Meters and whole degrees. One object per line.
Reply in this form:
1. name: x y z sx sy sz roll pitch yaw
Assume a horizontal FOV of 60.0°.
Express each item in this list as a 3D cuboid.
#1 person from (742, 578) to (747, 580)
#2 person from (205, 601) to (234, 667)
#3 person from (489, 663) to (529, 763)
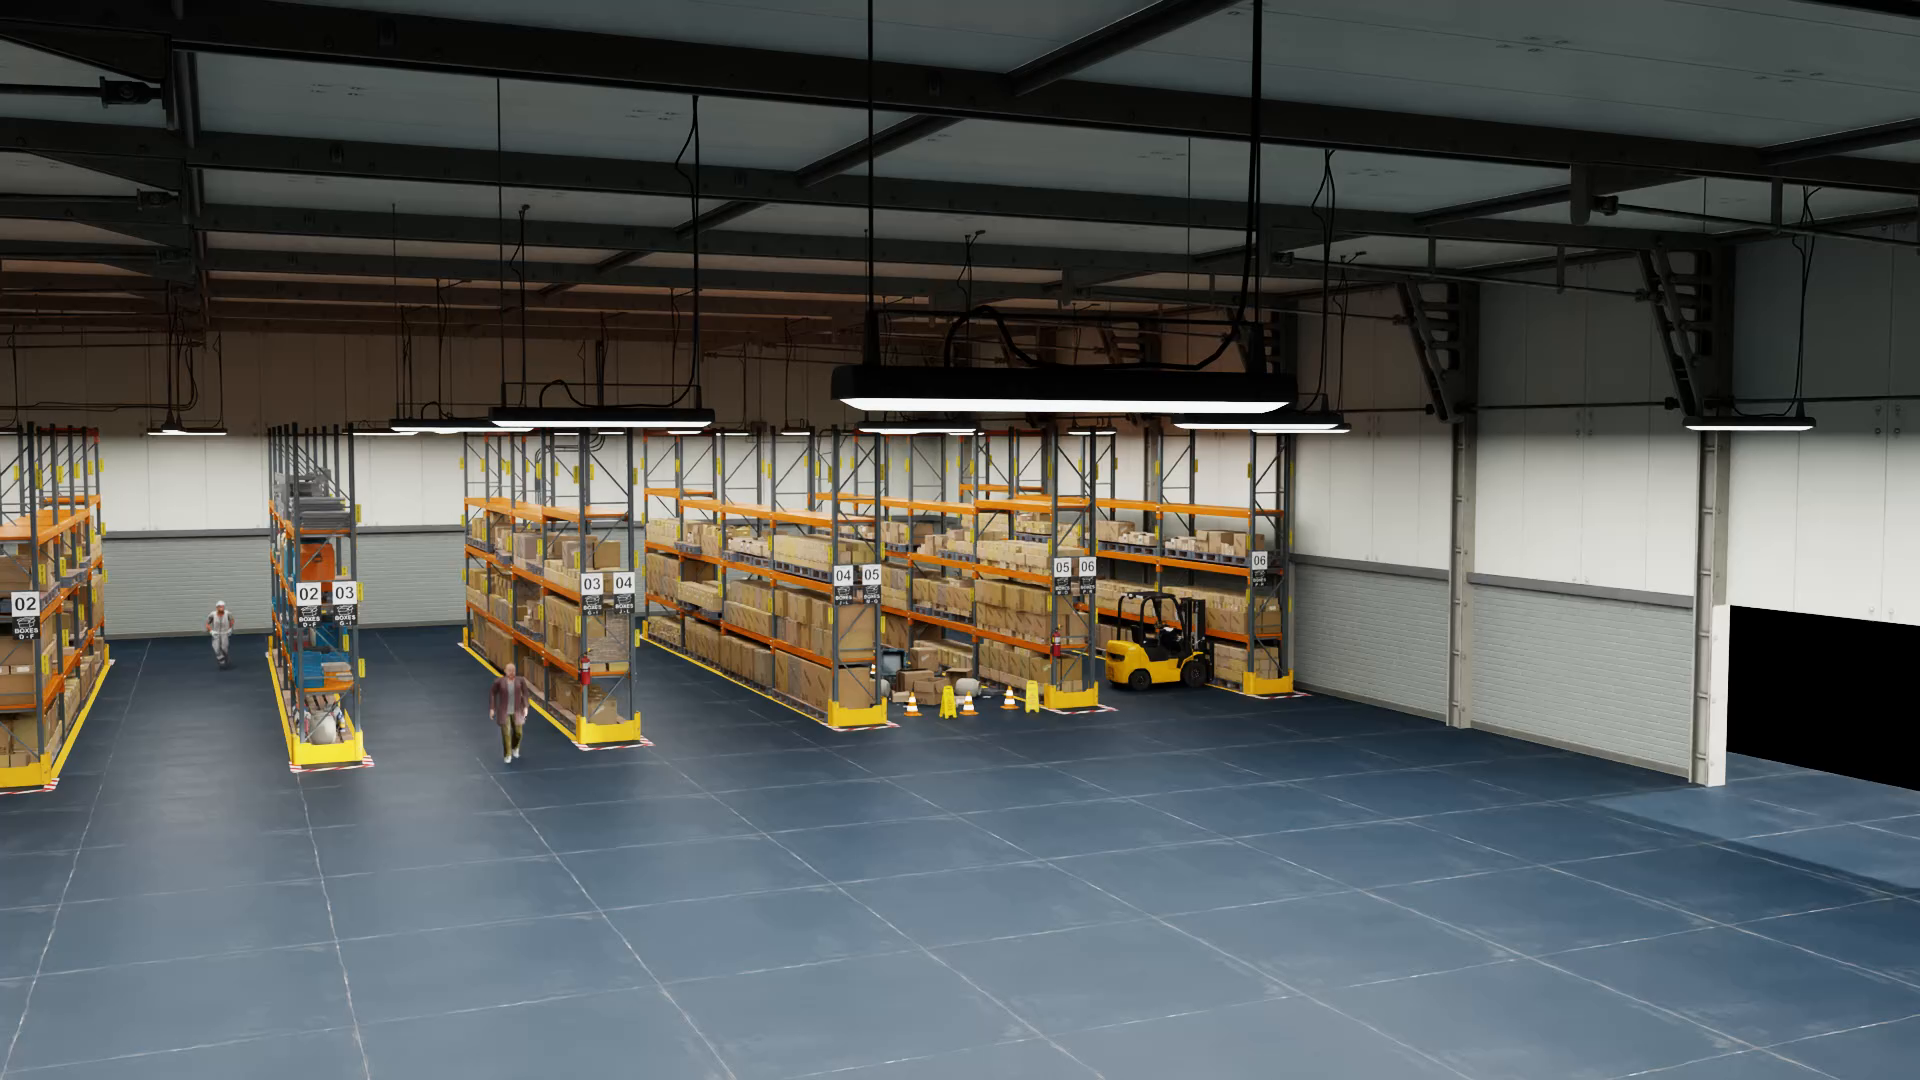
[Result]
1. person: -6.011 1.956 47.098 0.513 1.766 0.579 2 4 26
2. person: -18.499 2.349 41.552 0.626 1.684 0.632 -1 4 -15
3. person: -8.058 3.052 29.636 0.680 1.759 0.687 -2 4 -26
